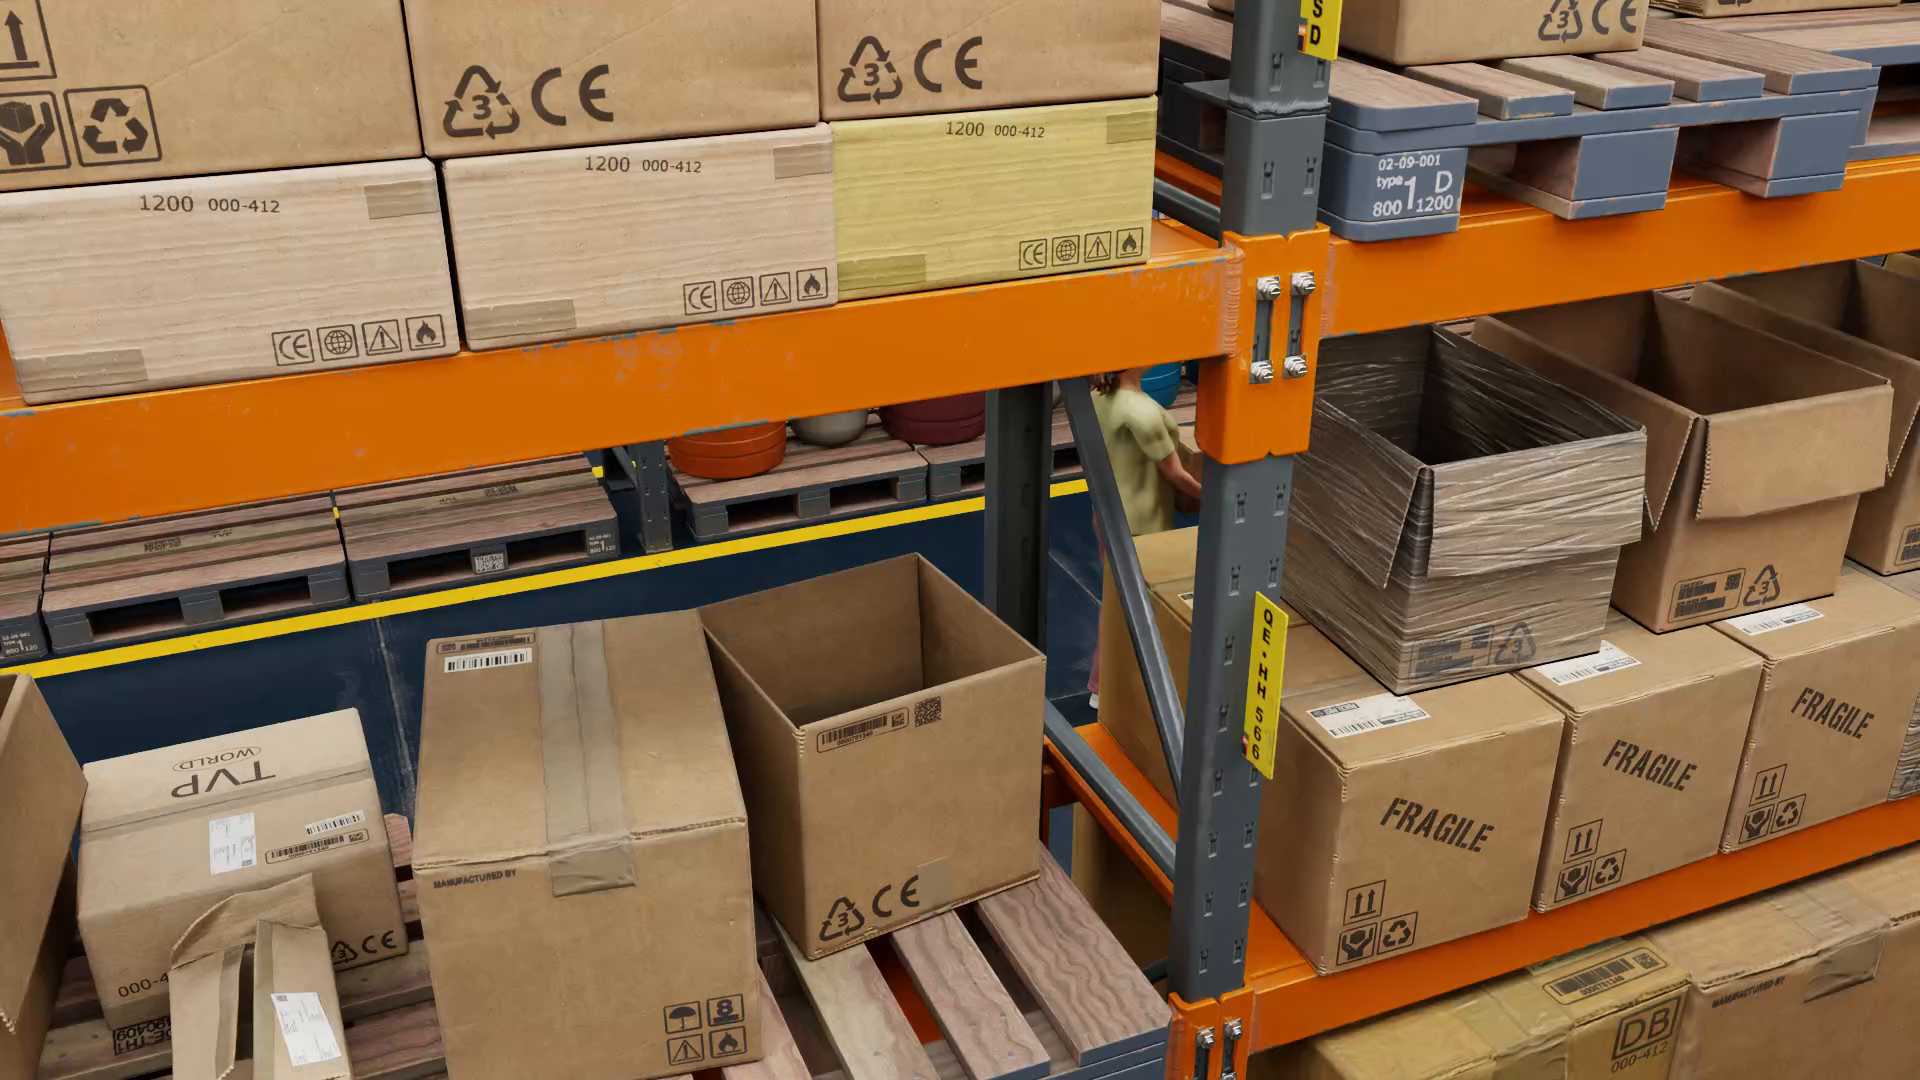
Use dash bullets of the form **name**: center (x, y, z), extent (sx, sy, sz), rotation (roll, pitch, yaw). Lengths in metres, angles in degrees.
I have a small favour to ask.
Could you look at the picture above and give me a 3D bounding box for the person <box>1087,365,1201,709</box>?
- **person**: center (0.718, -0.072, 6.271), extent (0.538, 1.664, 0.431), rotation (-11, 28, -21)
